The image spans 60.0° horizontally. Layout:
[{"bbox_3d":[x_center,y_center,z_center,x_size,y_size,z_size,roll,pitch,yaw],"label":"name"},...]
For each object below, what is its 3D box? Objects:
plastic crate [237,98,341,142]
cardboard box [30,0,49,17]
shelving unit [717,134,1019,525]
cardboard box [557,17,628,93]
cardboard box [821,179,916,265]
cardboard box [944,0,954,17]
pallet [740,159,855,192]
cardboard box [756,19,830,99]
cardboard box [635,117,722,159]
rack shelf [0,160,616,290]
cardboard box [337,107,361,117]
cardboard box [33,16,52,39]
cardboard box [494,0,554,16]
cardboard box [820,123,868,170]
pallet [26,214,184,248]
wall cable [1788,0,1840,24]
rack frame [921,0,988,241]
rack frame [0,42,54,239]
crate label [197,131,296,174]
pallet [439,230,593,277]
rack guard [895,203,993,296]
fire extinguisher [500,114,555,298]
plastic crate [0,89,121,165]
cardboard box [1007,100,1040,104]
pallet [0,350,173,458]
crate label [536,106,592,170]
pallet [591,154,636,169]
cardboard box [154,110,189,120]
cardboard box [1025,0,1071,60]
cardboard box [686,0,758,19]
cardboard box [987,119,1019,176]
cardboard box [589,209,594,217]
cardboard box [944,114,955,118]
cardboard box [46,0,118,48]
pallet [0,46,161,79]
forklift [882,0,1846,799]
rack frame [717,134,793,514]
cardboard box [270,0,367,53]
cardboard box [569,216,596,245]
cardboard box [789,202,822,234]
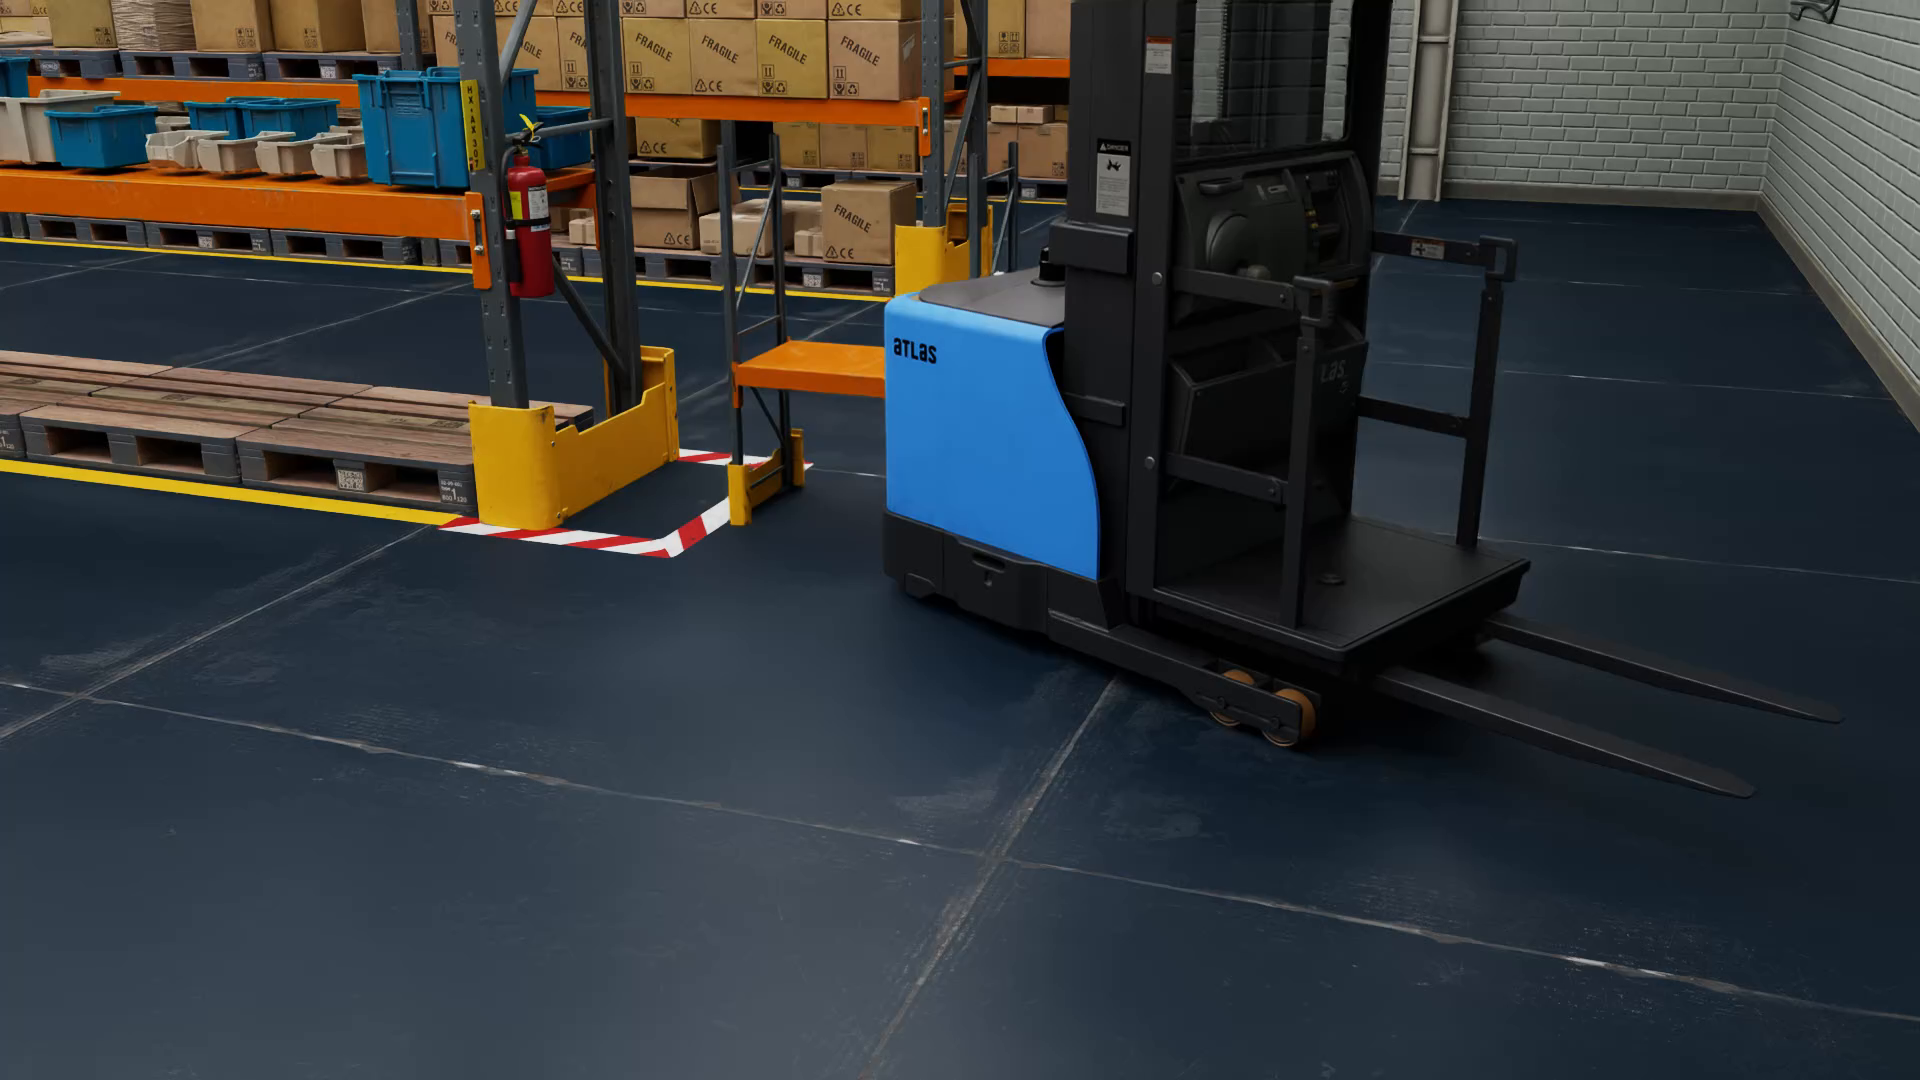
[{"bbox_3d":[-3.026,-1.867,7.538,0.300,0.233,0.416,7,20,18],"label":"plastic crate"},{"bbox_3d":[-10.289,-6.271,19.066,0.500,0.500,0.500,6,20,18],"label":"cardboard box"},{"bbox_3d":[-0.339,-0.809,6.616,1.083,1.500,0.587,6,20,18],"label":"shelving unit"},{"bbox_3d":[-2.457,-3.417,11.669,0.500,0.500,0.500,6,20,18],"label":"cardboard box"},{"bbox_3d":[-0.622,-2.196,11.447,0.500,0.500,0.500,7,20,18],"label":"cardboard box"},{"bbox_3d":[-0.360,-3.835,11.351,0.500,0.500,0.500,7,20,20],"label":"cardboard box"},{"bbox_3d":[-1.491,-3.736,16.972,1.213,0.211,1.003,7,20,18],"label":"pallet"},{"bbox_3d":[-1.031,-3.252,11.197,0.500,0.500,0.500,7,20,19],"label":"cardboard box"},{"bbox_3d":[-2.841,-4.372,17.189,0.750,0.750,0.750,7,20,19],"label":"cardboard box"},{"bbox_3d":[-3.546,-1.523,7.480,4.000,0.370,1.077,7,20,18],"label":"rack shelf"},{"bbox_3d":[-6.660,-4.680,18.574,0.500,0.500,0.700,7,20,19],"label":"cardboard box"},{"bbox_3d":[-10.288,-5.918,19.196,0.500,0.250,0.500,7,20,18],"label":"cardboard box"},{"bbox_3d":[-2.966,-3.944,11.661,0.500,0.500,0.500,6,20,16],"label":"cardboard box"},{"bbox_3d":[-1.038,-4.009,16.679,0.500,0.500,0.700,6,20,18],"label":"cardboard box"},{"bbox_3d":[-6.892,-2.641,13.832,1.213,0.211,1.003,7,20,18],"label":"pallet"},{"bbox_3d":[6.820,-5.371,13.031,0.112,2.526,3.097,7,20,18],"label":"wall cable"},{"bbox_3d":[-0.027,-3.186,11.159,0.127,3.000,1.000,7,20,18],"label":"rack frame"},{"bbox_3d":[-7.584,-4.050,13.638,0.127,3.000,1.000,7,20,18],"label":"rack frame"},{"bbox_3d":[-3.026,-1.640,7.034,0.243,0.136,0.396,7,20,18],"label":"crate label"},{"bbox_3d":[-3.158,-2.227,12.644,1.213,0.211,1.003,7,20,18],"label":"pallet"},{"bbox_3d":[-0.099,-2.014,11.594,0.348,0.500,1.175,7,20,18],"label":"rack guard"},{"bbox_3d":[-1.663,-1.276,6.364,0.183,0.674,0.296,7,20,18],"label":"fire extinguisher"},{"bbox_3d":[-4.053,-1.829,7.354,0.530,0.282,0.437,7,20,18],"label":"plastic crate"},{"bbox_3d":[0.605,-4.199,16.238,0.250,0.149,0.380,7,20,18],"label":"cardboard box"},{"bbox_3d":[-4.728,-0.694,8.248,1.213,0.211,1.003,7,20,18],"label":"pallet"},{"bbox_3d":[-1.782,-1.725,7.130,0.303,0.233,0.416,7,20,18],"label":"crate label"},{"bbox_3d":[-4.094,-4.033,17.826,1.213,0.211,1.003,7,20,18],"label":"pallet"},{"bbox_3d":[-6.569,-3.399,13.760,0.500,0.250,0.500,7,21,20],"label":"cardboard box"},{"bbox_3d":[1.110,-4.920,15.679,0.700,0.700,0.980,7,21,21],"label":"cardboard box"},{"bbox_3d":[-1.507,-3.777,11.183,0.500,0.500,0.500,7,20,20],"label":"cardboard box"},{"bbox_3d":[0.428,-3.843,16.204,0.500,0.500,0.700,6,20,18],"label":"cardboard box"},{"bbox_3d":[-2.466,-2.502,12.613,0.500,0.311,0.500,7,20,18],"label":"cardboard box"},{"bbox_3d":[-0.114,-4.281,16.473,0.250,0.149,0.380,7,20,19],"label":"cardboard box"},{"bbox_3d":[-6.953,-4.263,13.458,0.500,0.500,0.700,0,19,0],"label":"cardboard box"},{"bbox_3d":[-6.921,-3.908,13.523,1.003,0.211,1.213,7,20,18],"label":"pallet"},{"bbox_3d":[1.113,-0.973,4.914,1.130,2.935,3.031,-18,26,-41],"label":"forklift"},{"bbox_3d":[-0.827,-0.864,6.778,0.032,1.500,0.500,6,20,18],"label":"rack frame"},{"bbox_3d":[-4.850,-4.039,12.816,0.500,0.500,0.700,10,22,27],"label":"cardboard box"},{"bbox_3d":[-2.660,-2.285,12.211,0.250,0.166,0.380,7,20,18],"label":"cardboard box"},{"bbox_3d":[-0.920,-2.296,12.116,0.500,0.250,0.500,7,20,18],"label":"cardboard box"}]
